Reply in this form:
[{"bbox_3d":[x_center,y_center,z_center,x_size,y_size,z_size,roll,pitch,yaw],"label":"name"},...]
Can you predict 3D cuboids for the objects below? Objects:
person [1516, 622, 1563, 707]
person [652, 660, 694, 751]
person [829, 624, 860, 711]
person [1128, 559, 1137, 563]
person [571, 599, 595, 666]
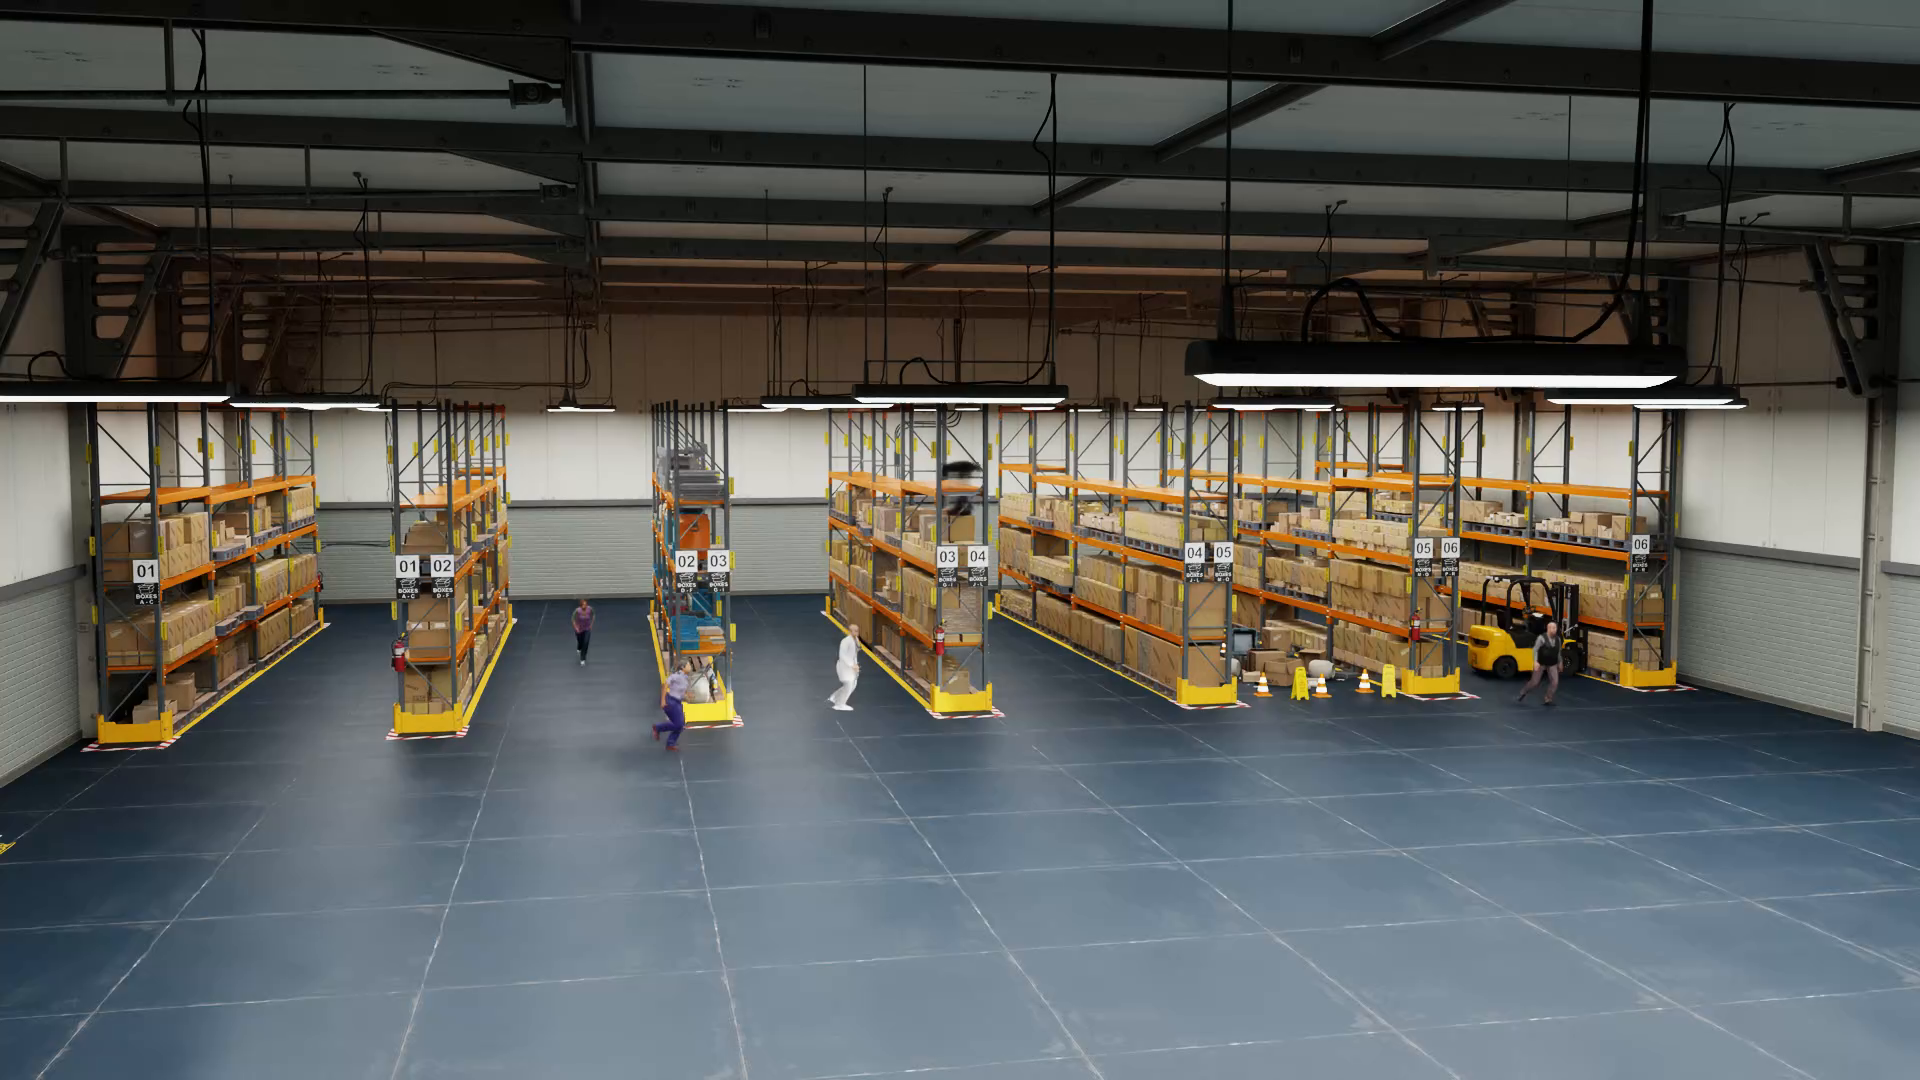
[{"bbox_3d":[11.428,2.426,32.718,0.778,1.663,0.696,-1,4,-13],"label":"person"},{"bbox_3d":[-4.894,2.822,28.351,0.697,1.586,0.606,0,4,5],"label":"person"},{"bbox_3d":[-2.215,2.460,32.056,0.729,1.705,0.683,2,5,20],"label":"person"},{"bbox_3d":[4.981,1.376,46.928,0.601,1.661,0.723,-4,6,-41],"label":"person"},{"bbox_3d":[-8.679,2.100,38.217,0.550,1.552,0.857,-2,5,-25],"label":"person"}]
